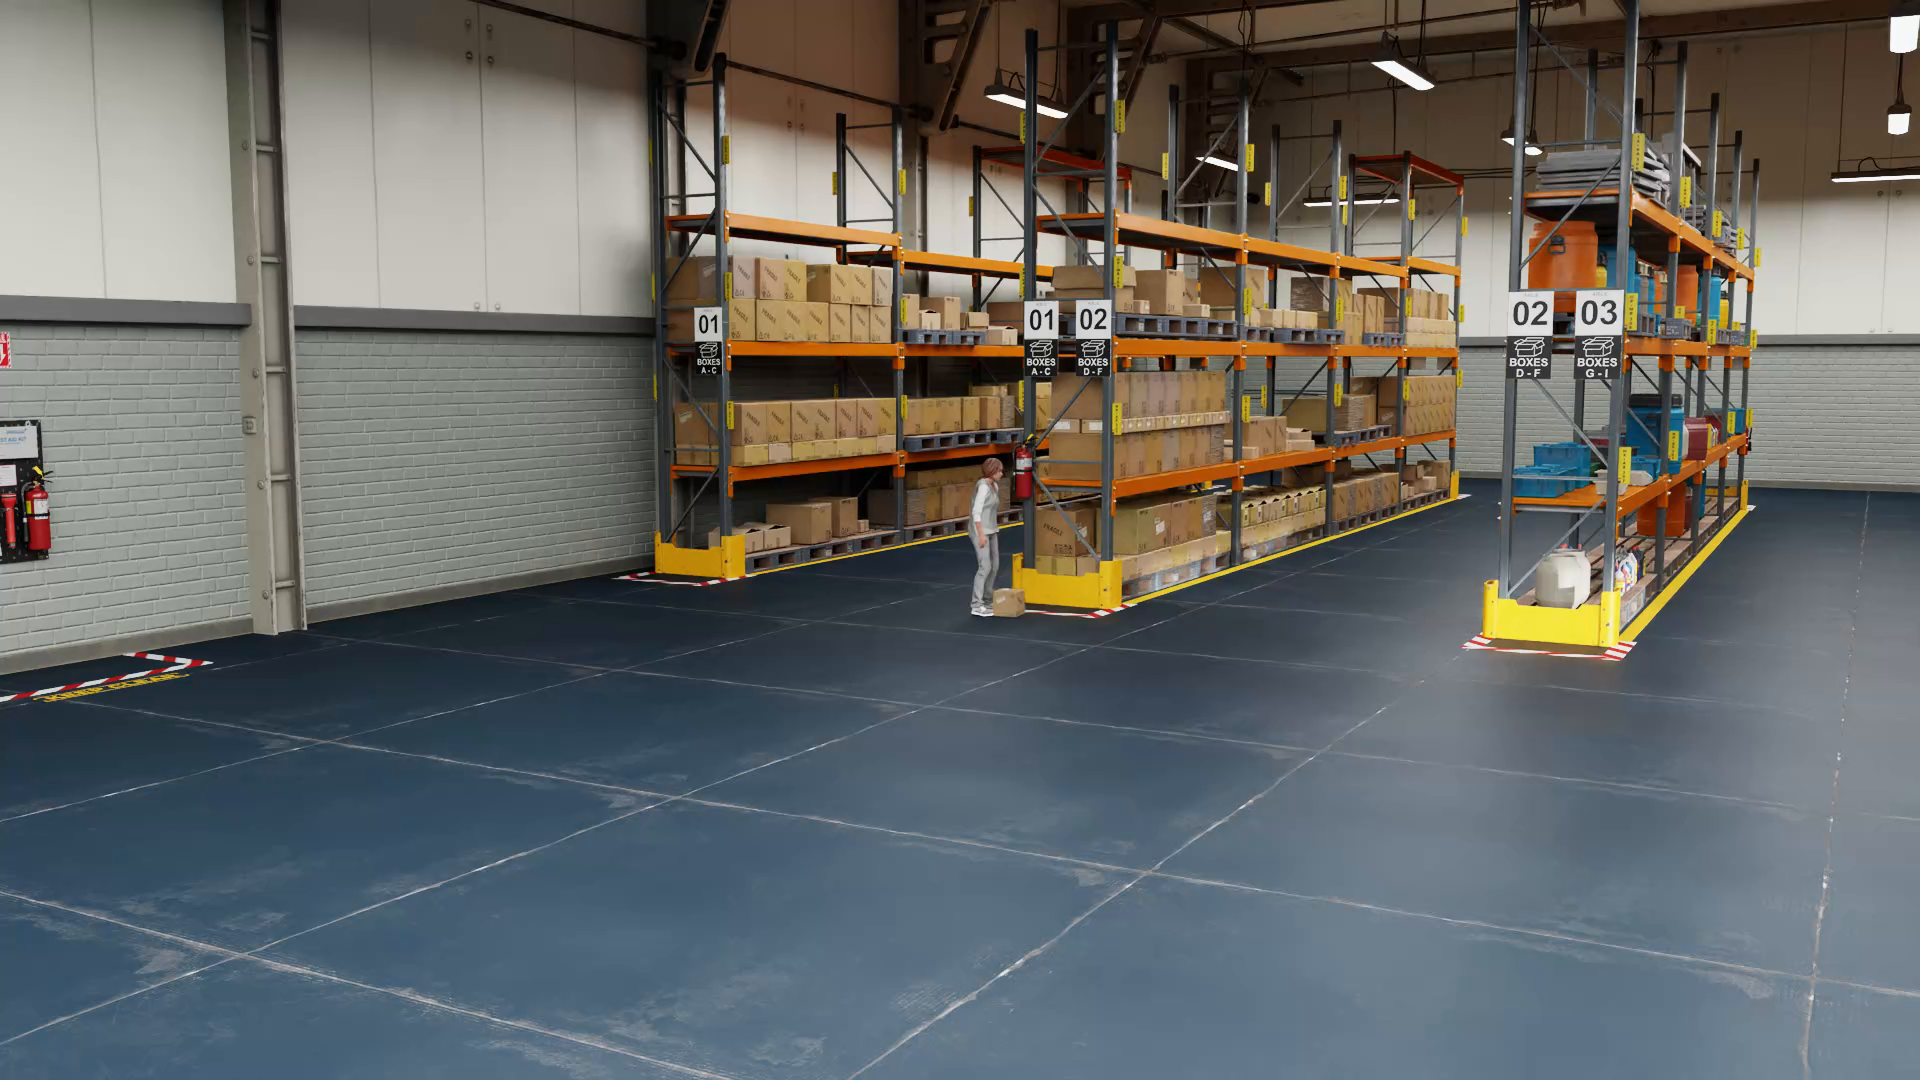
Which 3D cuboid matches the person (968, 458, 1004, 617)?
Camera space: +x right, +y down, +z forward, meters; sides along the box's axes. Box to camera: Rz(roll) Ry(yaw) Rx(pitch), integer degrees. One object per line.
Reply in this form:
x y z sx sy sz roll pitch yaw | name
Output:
0.265 -0.038 16.931 0.345 1.591 0.478 2 7 21 | person
